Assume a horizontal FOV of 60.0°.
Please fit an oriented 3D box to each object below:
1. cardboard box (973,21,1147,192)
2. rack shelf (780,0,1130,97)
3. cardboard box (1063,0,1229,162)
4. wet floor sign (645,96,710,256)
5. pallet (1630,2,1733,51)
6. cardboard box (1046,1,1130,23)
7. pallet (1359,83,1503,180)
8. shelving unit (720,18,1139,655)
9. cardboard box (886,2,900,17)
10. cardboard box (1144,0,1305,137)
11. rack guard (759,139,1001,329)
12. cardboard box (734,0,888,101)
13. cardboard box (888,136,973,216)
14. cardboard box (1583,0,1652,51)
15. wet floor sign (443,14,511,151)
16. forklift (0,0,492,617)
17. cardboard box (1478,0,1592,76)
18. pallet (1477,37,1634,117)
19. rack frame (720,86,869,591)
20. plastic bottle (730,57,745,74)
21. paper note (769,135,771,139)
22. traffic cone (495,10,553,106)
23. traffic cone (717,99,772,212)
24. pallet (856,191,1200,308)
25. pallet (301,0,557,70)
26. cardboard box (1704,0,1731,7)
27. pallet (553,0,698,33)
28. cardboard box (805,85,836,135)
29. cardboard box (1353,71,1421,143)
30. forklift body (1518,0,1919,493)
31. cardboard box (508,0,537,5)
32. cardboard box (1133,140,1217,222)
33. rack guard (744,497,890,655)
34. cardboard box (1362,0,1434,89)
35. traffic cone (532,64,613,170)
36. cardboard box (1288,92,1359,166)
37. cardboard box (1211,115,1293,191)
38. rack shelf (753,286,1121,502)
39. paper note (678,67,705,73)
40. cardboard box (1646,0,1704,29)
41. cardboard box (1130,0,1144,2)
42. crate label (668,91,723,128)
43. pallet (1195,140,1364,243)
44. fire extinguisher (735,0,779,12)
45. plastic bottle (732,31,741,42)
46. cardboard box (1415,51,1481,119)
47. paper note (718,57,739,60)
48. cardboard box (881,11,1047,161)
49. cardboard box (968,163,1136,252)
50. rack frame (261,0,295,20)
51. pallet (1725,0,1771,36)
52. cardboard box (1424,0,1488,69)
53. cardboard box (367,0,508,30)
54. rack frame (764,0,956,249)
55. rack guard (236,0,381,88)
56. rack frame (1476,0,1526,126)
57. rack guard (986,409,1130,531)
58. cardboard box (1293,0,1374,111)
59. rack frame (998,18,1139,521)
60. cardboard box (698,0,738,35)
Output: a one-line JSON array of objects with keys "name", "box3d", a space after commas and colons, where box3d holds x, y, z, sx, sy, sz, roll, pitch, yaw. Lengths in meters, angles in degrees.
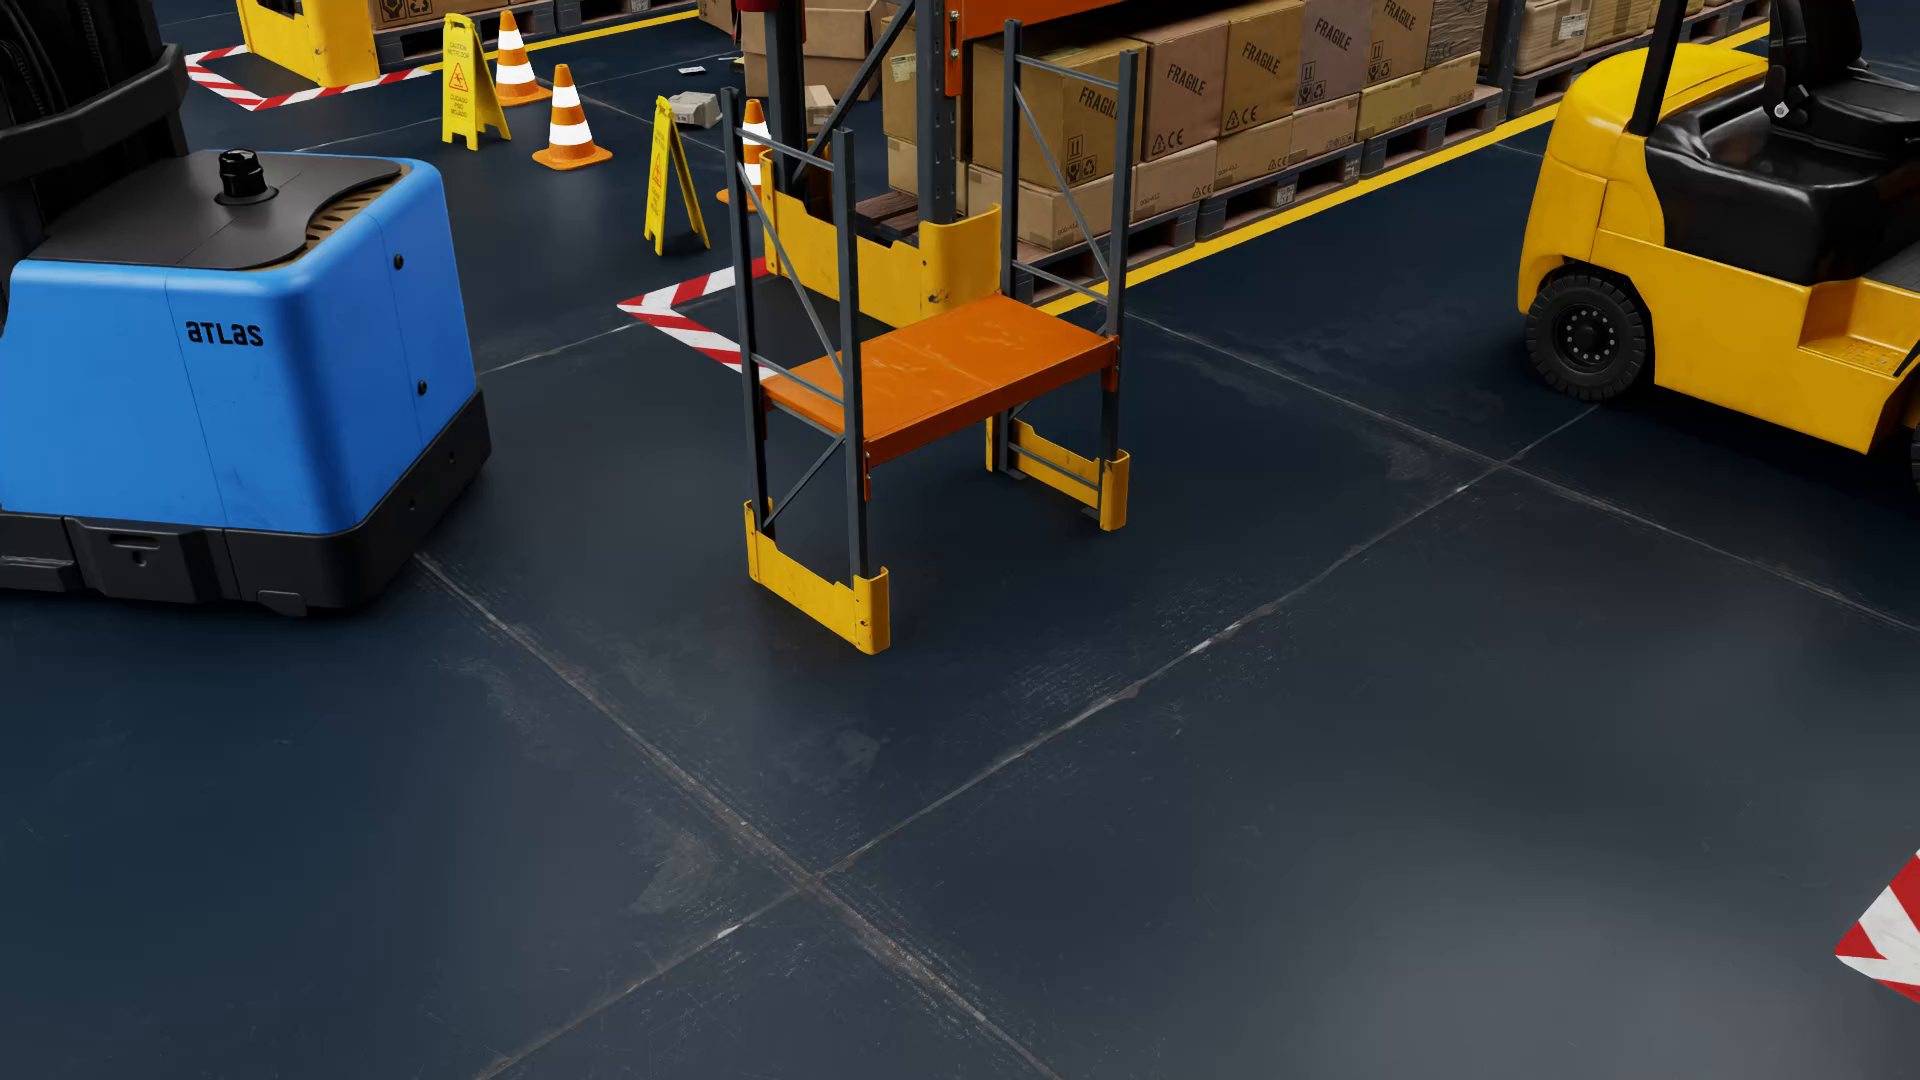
[{"name": "cardboard box", "box3d": [0.401, -1.782, 6.804, 0.500, 0.500, 0.500, -27, 41, -37]}, {"name": "rack shelf", "box3d": [1.071, -2.670, 7.430, 4.000, 0.370, 1.077, -26, 40, -35]}, {"name": "cardboard box", "box3d": [0.782, -1.969, 7.110, 0.500, 0.500, 0.500, -28, 41, -37]}, {"name": "wet floor sign", "box3d": [-1.262, -1.605, 7.256, 0.232, 0.644, 0.267, -12, 34, -19]}, {"name": "pallet", "box3d": [4.003, -3.208, 10.294, 1.213, 0.211, 1.003, -26, 40, -35]}, {"name": "cardboard box", "box3d": [0.395, -2.164, 7.427, 0.500, 0.500, 0.500, -24, 39, -34]}, {"name": "pallet", "box3d": [2.070, -2.245, 8.719, 1.213, 0.211, 1.003, -26, 40, -35]}, {"name": "shelving unit", "box3d": [-0.056, -0.613, 4.815, 1.083, 1.500, 0.587, -26, 40, -35]}, {"name": "cardboard box", "box3d": [-0.148, -3.187, 9.849, 0.503, 0.637, 0.797, -26, 40, -35]}, {"name": "cardboard box", "box3d": [1.155, -2.144, 7.396, 0.500, 0.500, 0.500, -25, 39, -35]}, {"name": "rack guard", "box3d": [-0.339, -1.228, 6.779, 0.348, 0.500, 1.175, -26, 40, -35]}, {"name": "cardboard box", "box3d": [-0.829, -2.794, 9.336, 0.797, 0.503, 0.637, 4, 32, 6]}, {"name": "cardboard box", "box3d": [0.032, -1.672, 7.341, 0.500, 0.250, 0.500, -26, 40, -36]}, {"name": "cardboard box", "box3d": [3.446, -3.187, 9.704, 0.625, 0.372, 0.950, -23, 38, -33]}, {"name": "wet floor sign", "box3d": [-2.510, -2.353, 8.479, 0.267, 0.644, 0.232, 22, 37, 31]}, {"name": "forklift", "box3d": [-3.134, -1.366, 4.674, 3.031, 2.935, 1.130, 4, 32, 7]}, {"name": "cardboard box", "box3d": [2.921, -2.931, 9.285, 0.625, 0.372, 0.950, -25, 39, -35]}, {"name": "pallet", "box3d": [3.108, -2.773, 9.583, 1.213, 0.211, 1.003, -26, 40, -35]}, {"name": "rack frame", "box3d": [-0.435, -0.429, 4.514, 0.032, 1.500, 0.500, -26, 40, -35]}, {"name": "plastic bottle", "box3d": [-1.224, -2.810, 9.787, 0.133, 0.061, 0.283, 15, 34, 23]}, {"name": "paper note", "box3d": [-1.055, -2.097, 8.651, 0.148, 0.019, 0.142, 15, 34, 23]}, {"name": "traffic cone", "box3d": [-2.480, -2.688, 9.202, 0.334, 0.463, 0.336, -26, 40, -35]}, {"name": "traffic cone", "box3d": [-0.957, -1.831, 7.801, 0.334, 0.463, 0.336, -26, 40, -35]}, {"name": "pallet", "box3d": [0.280, -1.379, 7.303, 1.213, 0.211, 1.003, -26, 40, -35]}, {"name": "pallet", "box3d": [-3.302, -3.249, 10.361, 1.213, 0.211, 1.003, -26, 40, -35]}, {"name": "cardboard box", "box3d": [4.514, -3.702, 10.545, 0.625, 0.372, 0.950, -27, 40, -36]}, {"name": "pallet", "box3d": [-2.407, -3.679, 11.065, 1.213, 0.211, 1.003, -26, 40, -35]}, {"name": "cardboard box", "box3d": [-0.808, -2.288, 8.850, 0.250, 0.149, 0.380, -7, 32, -11]}, {"name": "cardboard box", "box3d": [1.904, -2.187, 8.184, 0.500, 0.250, 0.500, -27, 41, -37]}, {"name": "forklift body", "box3d": [3.133, -1.378, 5.442, 1.214, 2.155, 2.313, -26, 40, -35]}, {"name": "cardboard box", "box3d": [-2.739, -3.976, 10.512, 0.875, 0.875, 0.875, -27, 40, -36]}, {"name": "cardboard box", "box3d": [0.764, -1.632, 7.277, 0.500, 0.250, 0.500, -24, 39, -34]}, {"name": "rack guard", "box3d": [-0.421, 0.097, 4.852, 0.087, 0.250, 0.587, -26, 40, -35]}, {"name": "cardboard box", "box3d": [1.915, -2.519, 8.008, 0.500, 0.500, 0.500, -25, 39, -35]}, {"name": "traffic cone", "box3d": [-1.961, -2.135, 8.298, 0.334, 0.463, 0.336, -26, 40, -35]}, {"name": "cardboard box", "box3d": [1.528, -2.008, 7.892, 0.500, 0.250, 0.500, -25, 39, -35]}, {"name": "cardboard box", "box3d": [1.155, -1.830, 7.601, 0.500, 0.250, 0.500, -23, 38, -32]}, {"name": "rack shelf", "box3d": [-0.063, -0.456, 4.903, 1.000, 0.185, 0.538, -26, 40, -35]}, {"name": "paper note", "box3d": [-1.561, -2.750, 9.719, 0.142, 0.017, 0.144, -12, 34, -19]}, {"name": "cardboard box", "box3d": [3.954, -3.435, 10.108, 0.625, 0.372, 0.950, -24, 39, -34]}, {"name": "cardboard box", "box3d": [0.770, -2.340, 7.716, 0.500, 0.500, 0.500, -27, 40, -36]}, {"name": "crate label", "box3d": [-1.427, -2.299, 8.878, 0.250, 0.136, 0.298, 9, 33, 15]}, {"name": "pallet", "box3d": [1.175, -1.810, 8.007, 1.213, 0.211, 1.003, -26, 40, -35]}, {"name": "fire extinguisher", "box3d": [-0.792, -2.370, 6.325, 0.183, 0.674, 0.296, -26, 40, -35]}, {"name": "plastic bottle", "box3d": [-1.254, -3.107, 10.273, 0.283, 0.061, 0.133, 15, 34, 23]}, {"name": "cardboard box", "box3d": [2.287, -2.380, 8.499, 0.500, 0.250, 0.500, -24, 39, -33]}, {"name": "paper note", "box3d": [-1.383, -2.883, 9.955, 0.123, 0.001, 0.032, -7, 32, -11]}, {"name": "cardboard box", "box3d": [0.015, -1.977, 7.123, 0.500, 0.500, 0.500, -26, 40, -35]}, {"name": "cardboard box", "box3d": [0.384, -1.454, 6.985, 0.500, 0.250, 0.500, -26, 40, -36]}, {"name": "rack frame", "box3d": [-3.835, -4.125, 9.121, 0.127, 3.000, 1.000, -26, 40, -35]}, {"name": "pallet", "box3d": [4.897, -3.639, 10.998, 1.213, 0.211, 1.003, -26, 40, -35]}, {"name": "cardboard box", "box3d": [2.287, -2.700, 8.304, 0.500, 0.500, 0.500, -26, 40, -36]}, {"name": "cardboard box", "box3d": [-3.383, -3.664, 10.000, 0.875, 0.875, 0.875, -26, 40, -35]}, {"name": "rack frame", "box3d": [-0.395, -2.267, 6.083, 0.127, 3.000, 1.000, -26, 40, -35]}, {"name": "rack guard", "box3d": [-3.852, -3.050, 9.759, 0.348, 0.500, 1.175, -26, 40, -35]}, {"name": "rack frame", "box3d": [2.538, -3.686, 8.403, 0.127, 3.000, 1.000, -26, 40, -35]}, {"name": "rack guard", "box3d": [0.309, -0.256, 5.429, 0.087, 0.250, 0.587, -26, 40, -35]}, {"name": "cardboard box", "box3d": [1.541, -2.337, 7.711, 0.500, 0.500, 0.500, -23, 39, -33]}, {"name": "rack frame", "box3d": [0.310, -0.790, 5.104, 0.032, 1.500, 0.500, -26, 40, -35]}, {"name": "cardboard box", "box3d": [-1.342, -3.535, 10.550, 0.500, 0.500, 0.500, -19, 36, -28]}]
